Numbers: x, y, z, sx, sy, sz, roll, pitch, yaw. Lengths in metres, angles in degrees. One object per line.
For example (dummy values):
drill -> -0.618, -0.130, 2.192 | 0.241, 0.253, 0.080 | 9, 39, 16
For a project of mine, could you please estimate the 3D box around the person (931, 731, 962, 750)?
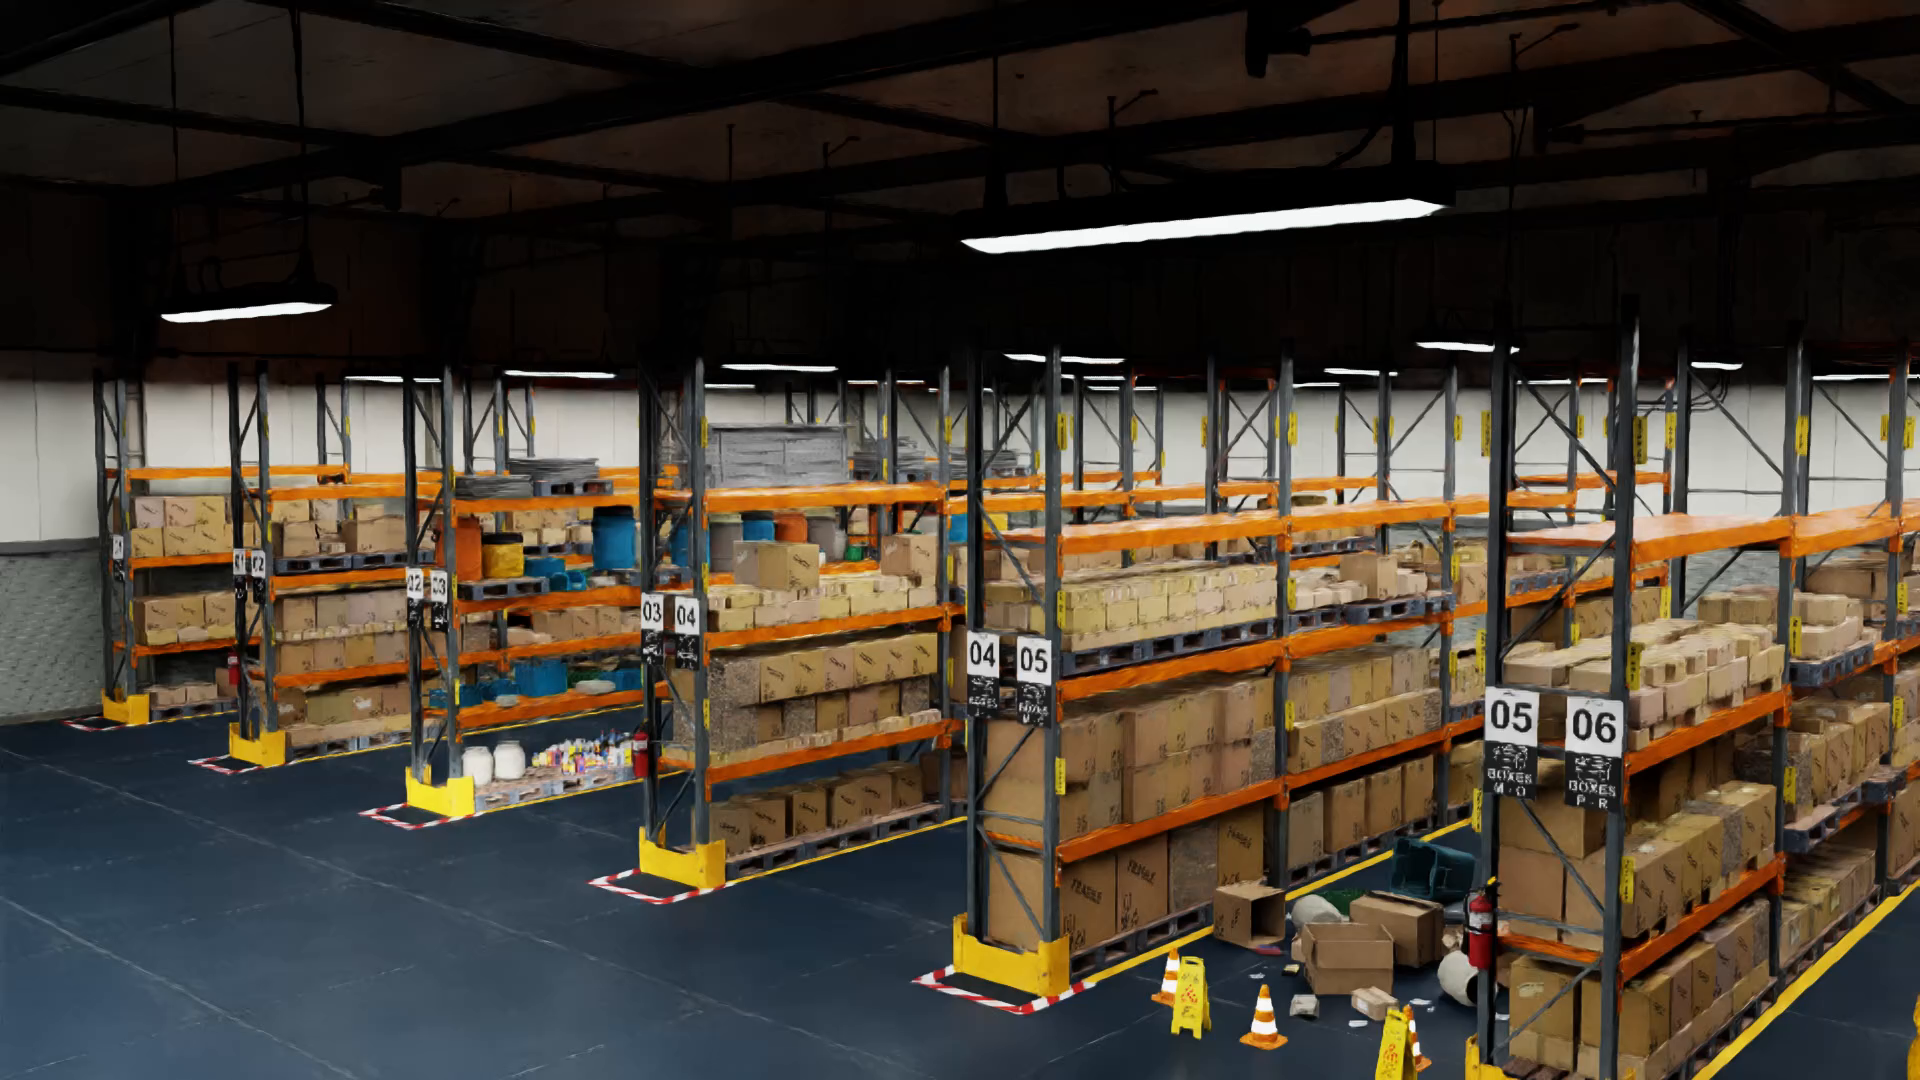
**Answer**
person -> -0.303, 2.493, 24.922 | 0.542, 1.645, 1.126 | 4, 6, 43
